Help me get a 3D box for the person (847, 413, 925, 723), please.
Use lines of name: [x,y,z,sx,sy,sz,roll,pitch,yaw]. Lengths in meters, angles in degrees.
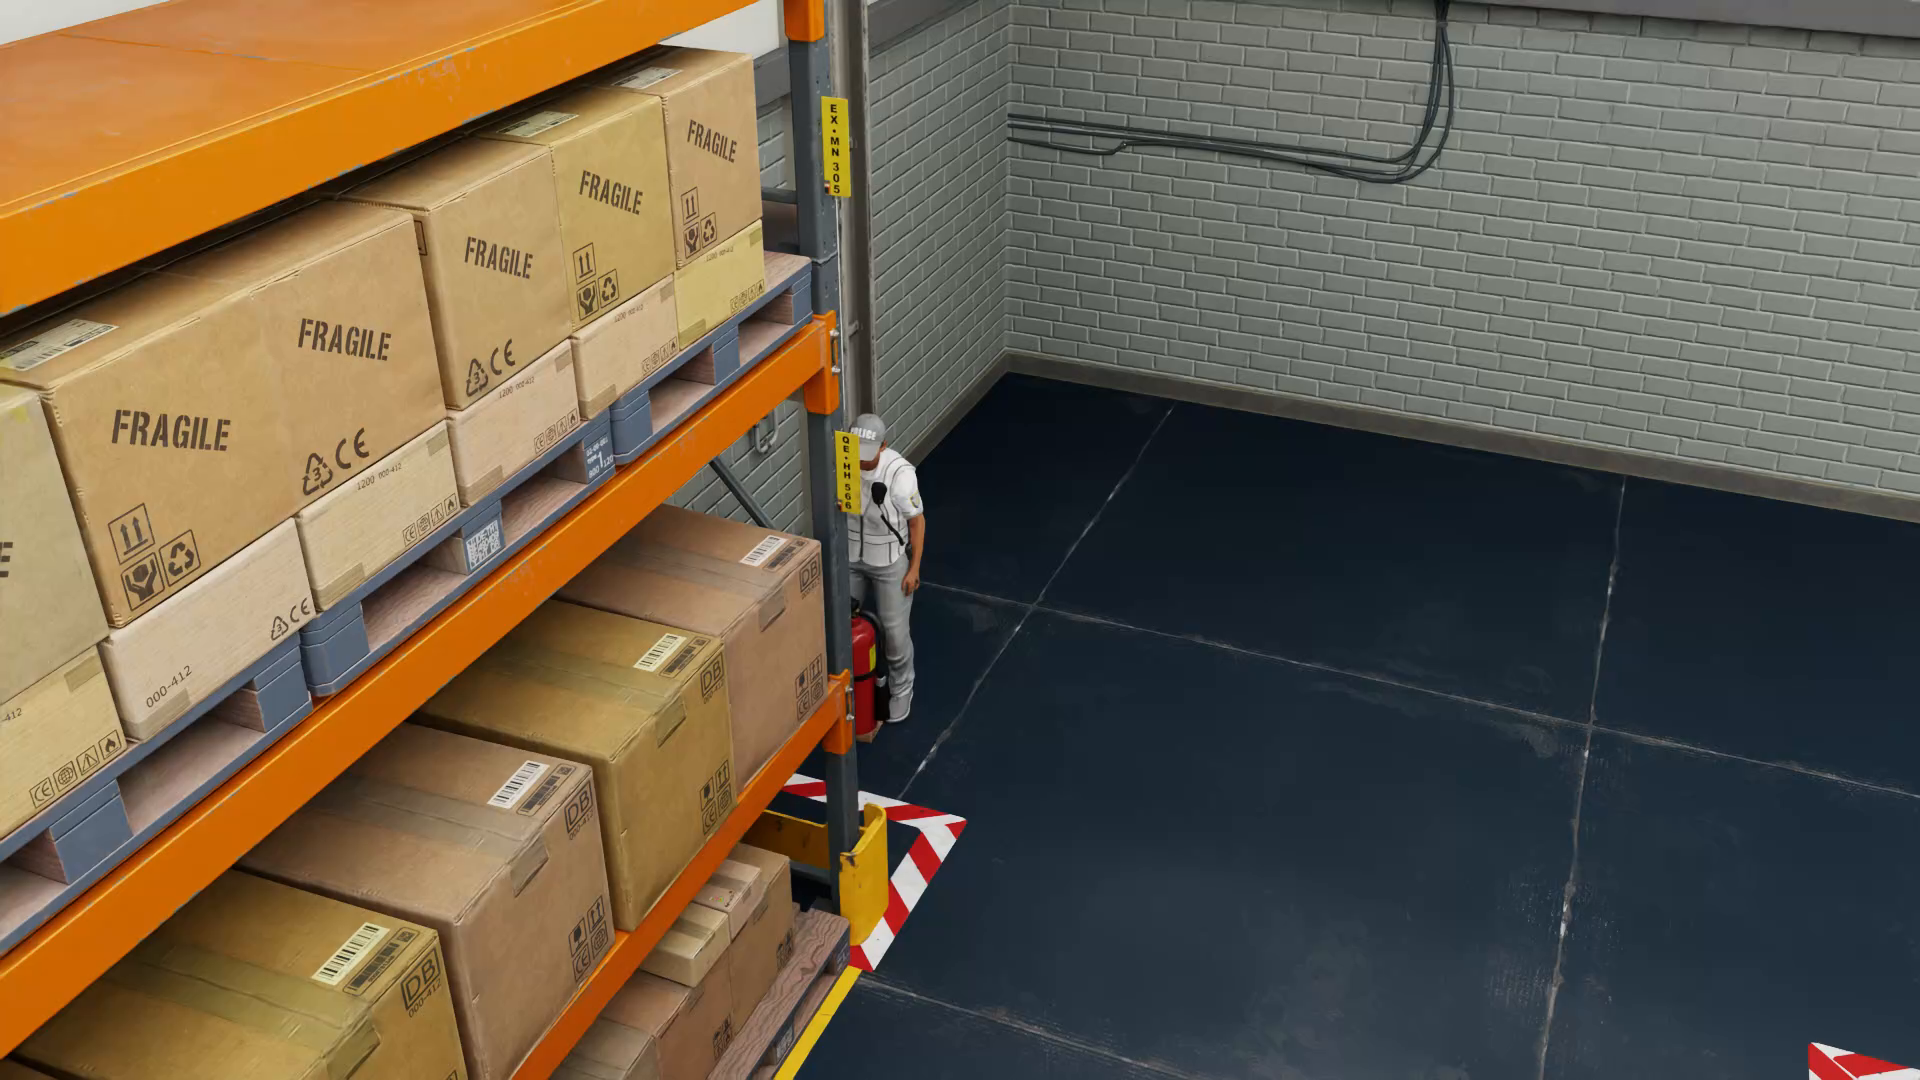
person: [-0.445,0.112,8.189,0.542,1.665,0.465,10,31,17]
